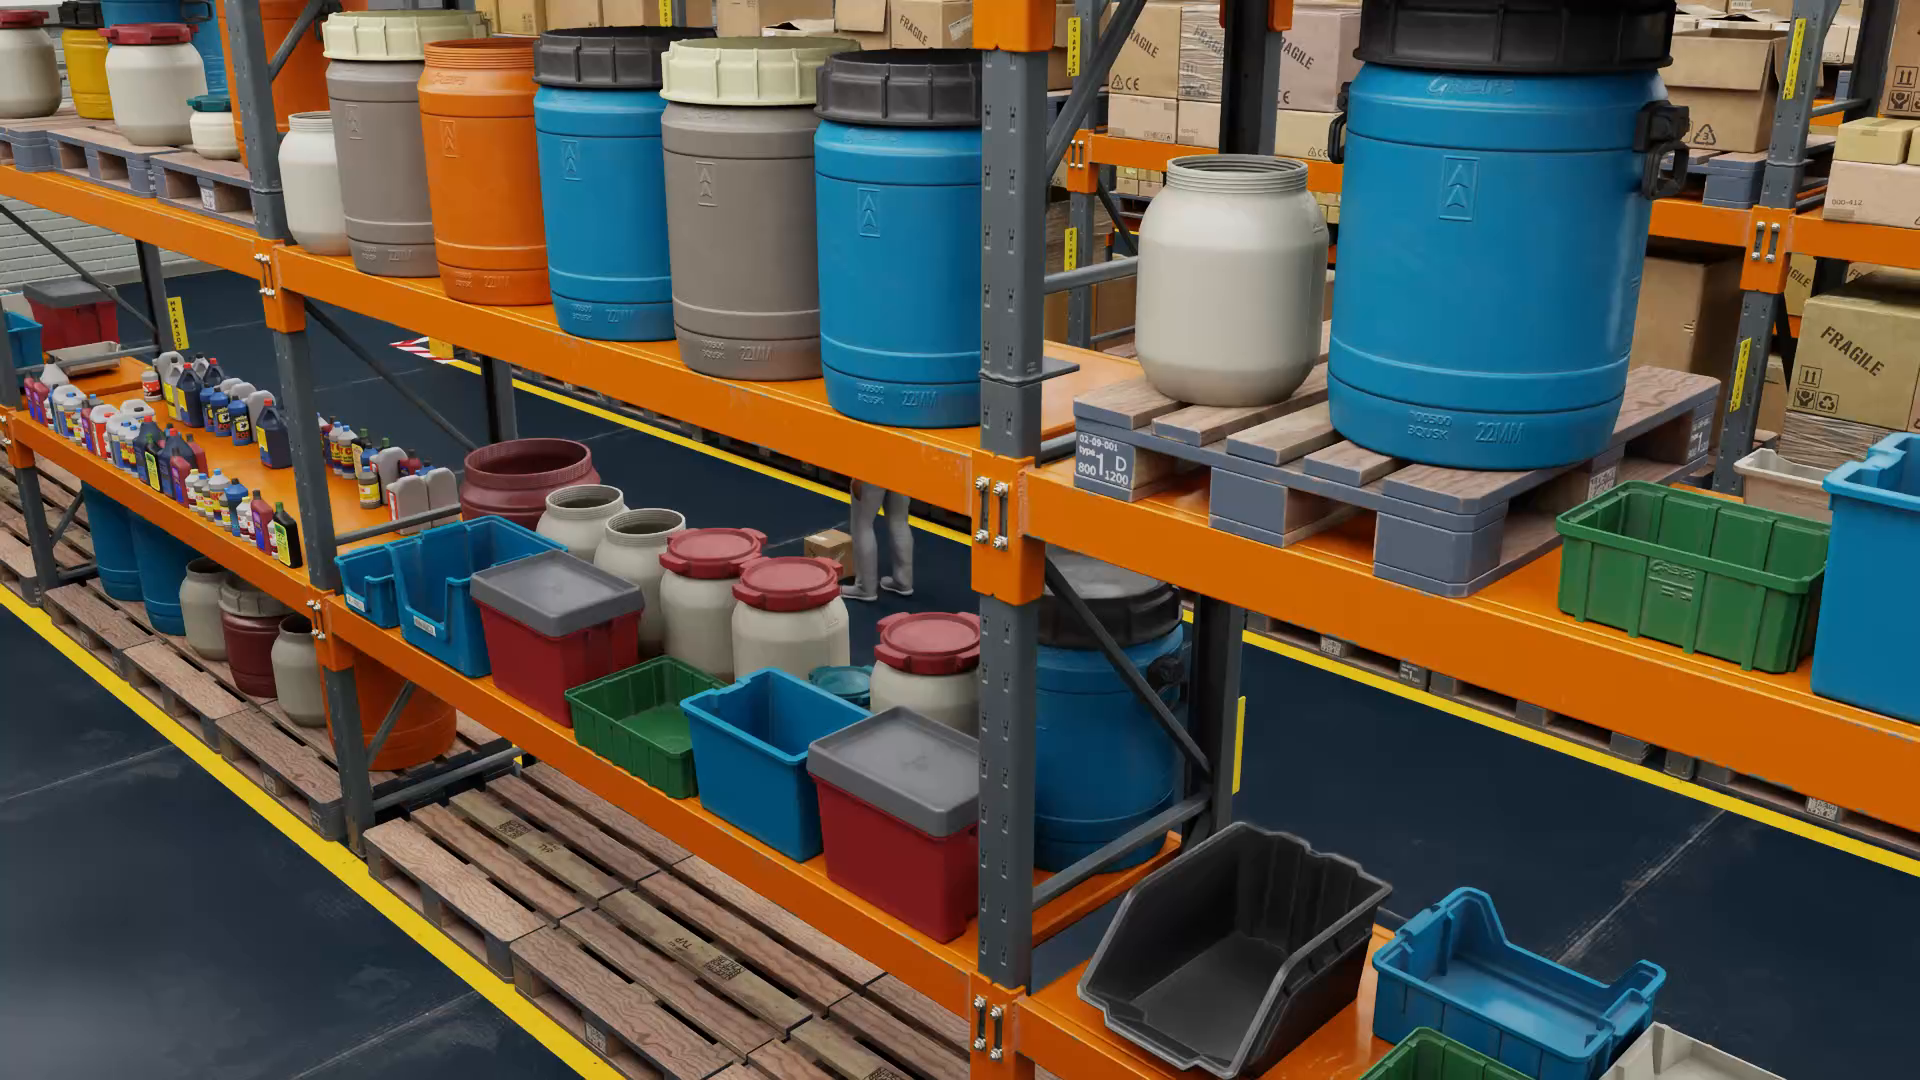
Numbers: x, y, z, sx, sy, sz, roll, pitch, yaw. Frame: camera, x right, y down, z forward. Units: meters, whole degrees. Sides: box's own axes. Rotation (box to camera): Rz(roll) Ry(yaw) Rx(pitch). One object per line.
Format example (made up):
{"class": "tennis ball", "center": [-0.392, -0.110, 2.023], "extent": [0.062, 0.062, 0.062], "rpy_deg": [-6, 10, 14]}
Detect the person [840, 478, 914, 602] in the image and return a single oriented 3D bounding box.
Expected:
{"class": "person", "center": [-0.511, -0.446, 10.238], "extent": [0.390, 1.681, 0.451], "rpy_deg": [19, 28, 41]}
